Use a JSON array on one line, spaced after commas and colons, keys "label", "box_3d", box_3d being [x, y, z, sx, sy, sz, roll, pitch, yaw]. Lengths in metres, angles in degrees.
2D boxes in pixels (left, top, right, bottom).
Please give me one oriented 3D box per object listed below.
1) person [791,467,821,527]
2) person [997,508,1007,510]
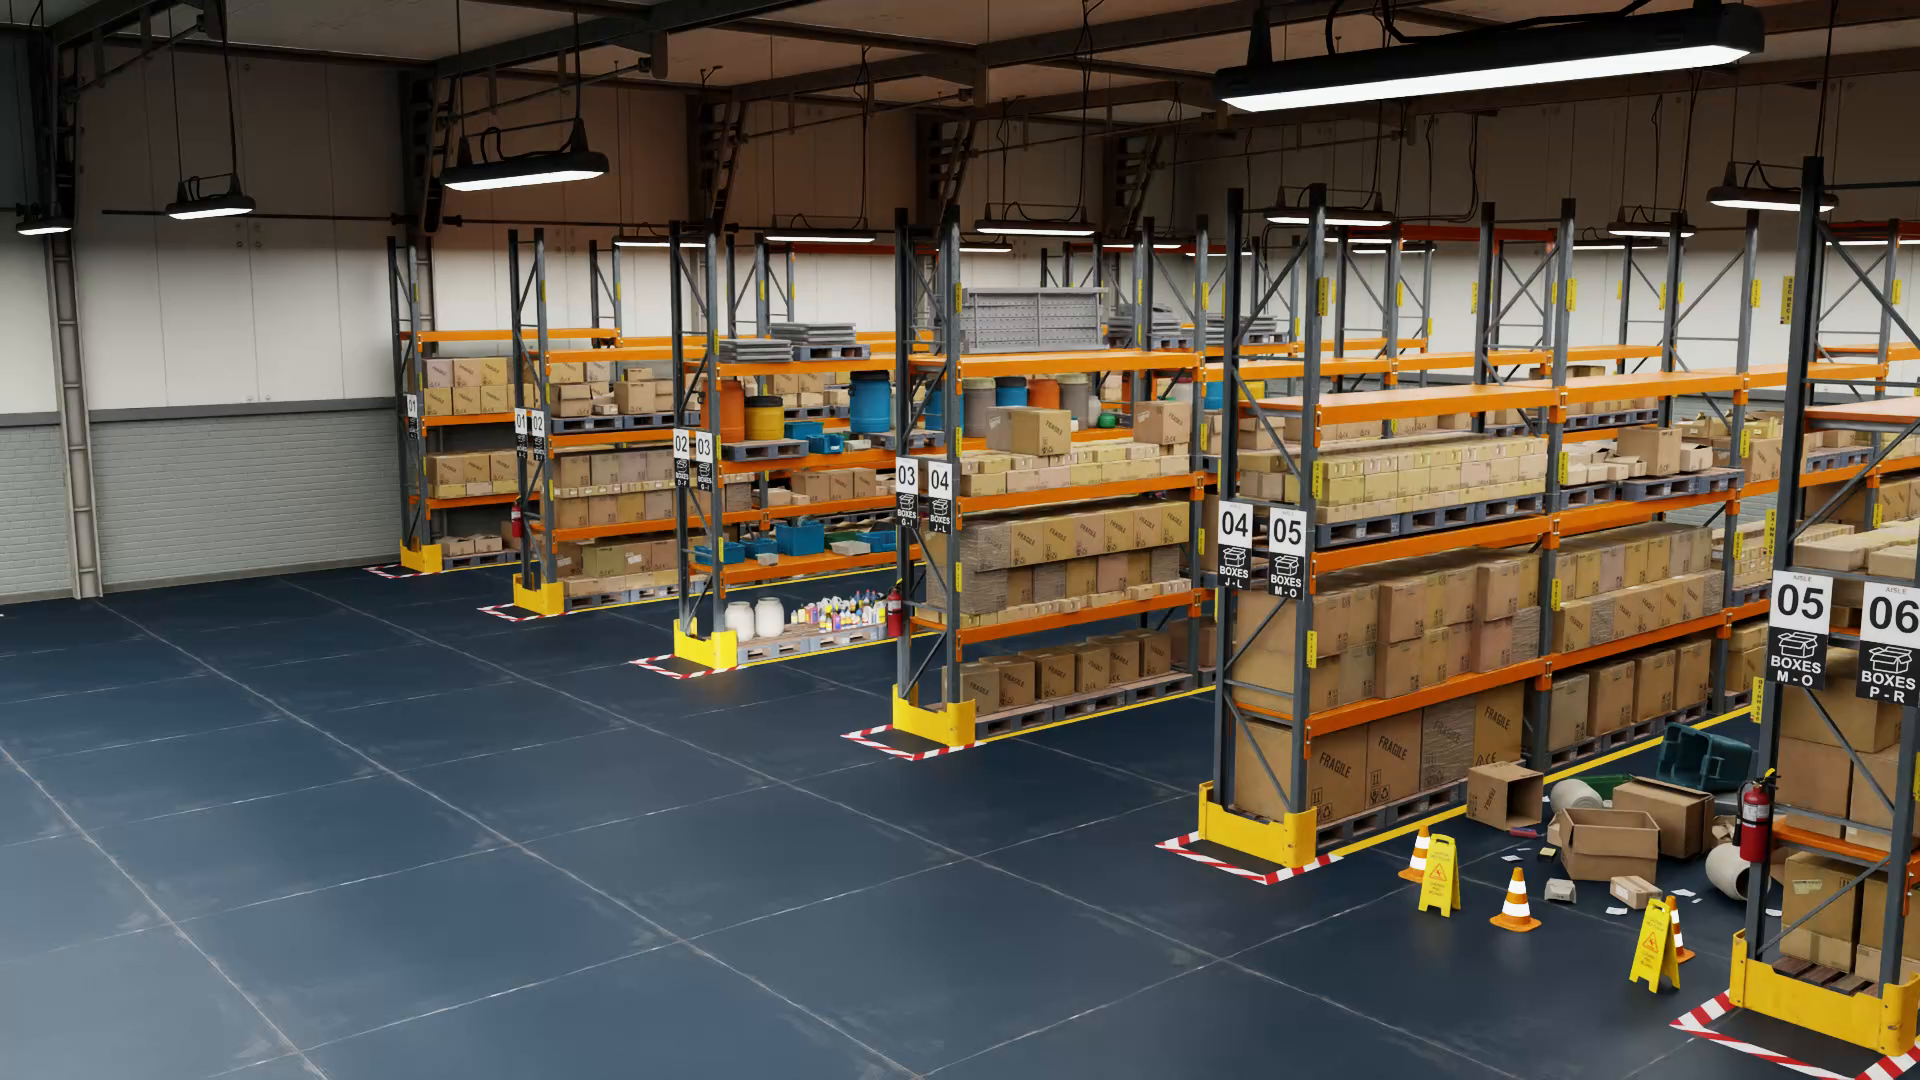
[{"label": "person", "box_3d": [-3.073, -0.698, 32.621, 1.099, 1.706, 0.523, -8, 12, -43]}, {"label": "person", "box_3d": [0.710, 0.018, 27.677, 0.480, 1.670, 0.516, 6, 11, 34]}]
